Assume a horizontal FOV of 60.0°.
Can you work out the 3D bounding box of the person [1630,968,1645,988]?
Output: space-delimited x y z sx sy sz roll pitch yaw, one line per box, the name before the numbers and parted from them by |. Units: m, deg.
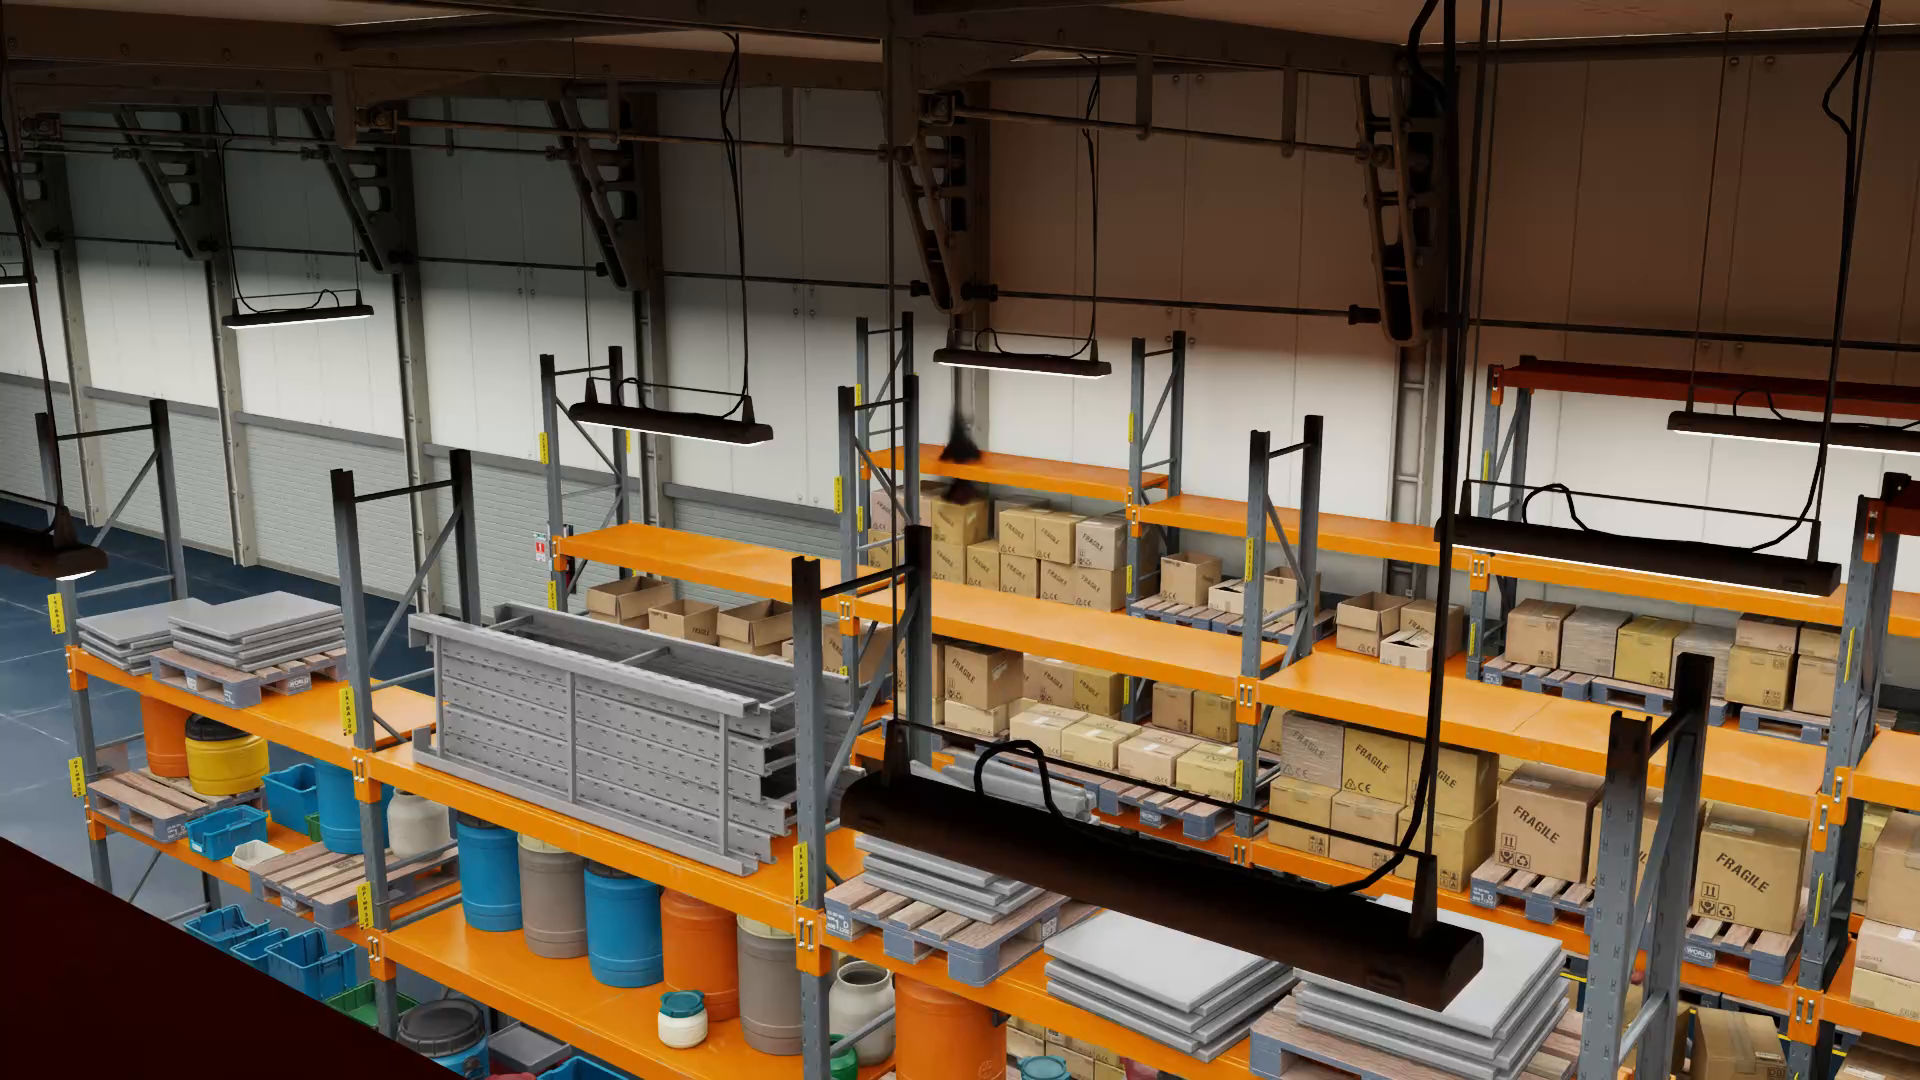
person | 5.981 3.932 14.544 0.705 1.715 0.659 4 14 18
